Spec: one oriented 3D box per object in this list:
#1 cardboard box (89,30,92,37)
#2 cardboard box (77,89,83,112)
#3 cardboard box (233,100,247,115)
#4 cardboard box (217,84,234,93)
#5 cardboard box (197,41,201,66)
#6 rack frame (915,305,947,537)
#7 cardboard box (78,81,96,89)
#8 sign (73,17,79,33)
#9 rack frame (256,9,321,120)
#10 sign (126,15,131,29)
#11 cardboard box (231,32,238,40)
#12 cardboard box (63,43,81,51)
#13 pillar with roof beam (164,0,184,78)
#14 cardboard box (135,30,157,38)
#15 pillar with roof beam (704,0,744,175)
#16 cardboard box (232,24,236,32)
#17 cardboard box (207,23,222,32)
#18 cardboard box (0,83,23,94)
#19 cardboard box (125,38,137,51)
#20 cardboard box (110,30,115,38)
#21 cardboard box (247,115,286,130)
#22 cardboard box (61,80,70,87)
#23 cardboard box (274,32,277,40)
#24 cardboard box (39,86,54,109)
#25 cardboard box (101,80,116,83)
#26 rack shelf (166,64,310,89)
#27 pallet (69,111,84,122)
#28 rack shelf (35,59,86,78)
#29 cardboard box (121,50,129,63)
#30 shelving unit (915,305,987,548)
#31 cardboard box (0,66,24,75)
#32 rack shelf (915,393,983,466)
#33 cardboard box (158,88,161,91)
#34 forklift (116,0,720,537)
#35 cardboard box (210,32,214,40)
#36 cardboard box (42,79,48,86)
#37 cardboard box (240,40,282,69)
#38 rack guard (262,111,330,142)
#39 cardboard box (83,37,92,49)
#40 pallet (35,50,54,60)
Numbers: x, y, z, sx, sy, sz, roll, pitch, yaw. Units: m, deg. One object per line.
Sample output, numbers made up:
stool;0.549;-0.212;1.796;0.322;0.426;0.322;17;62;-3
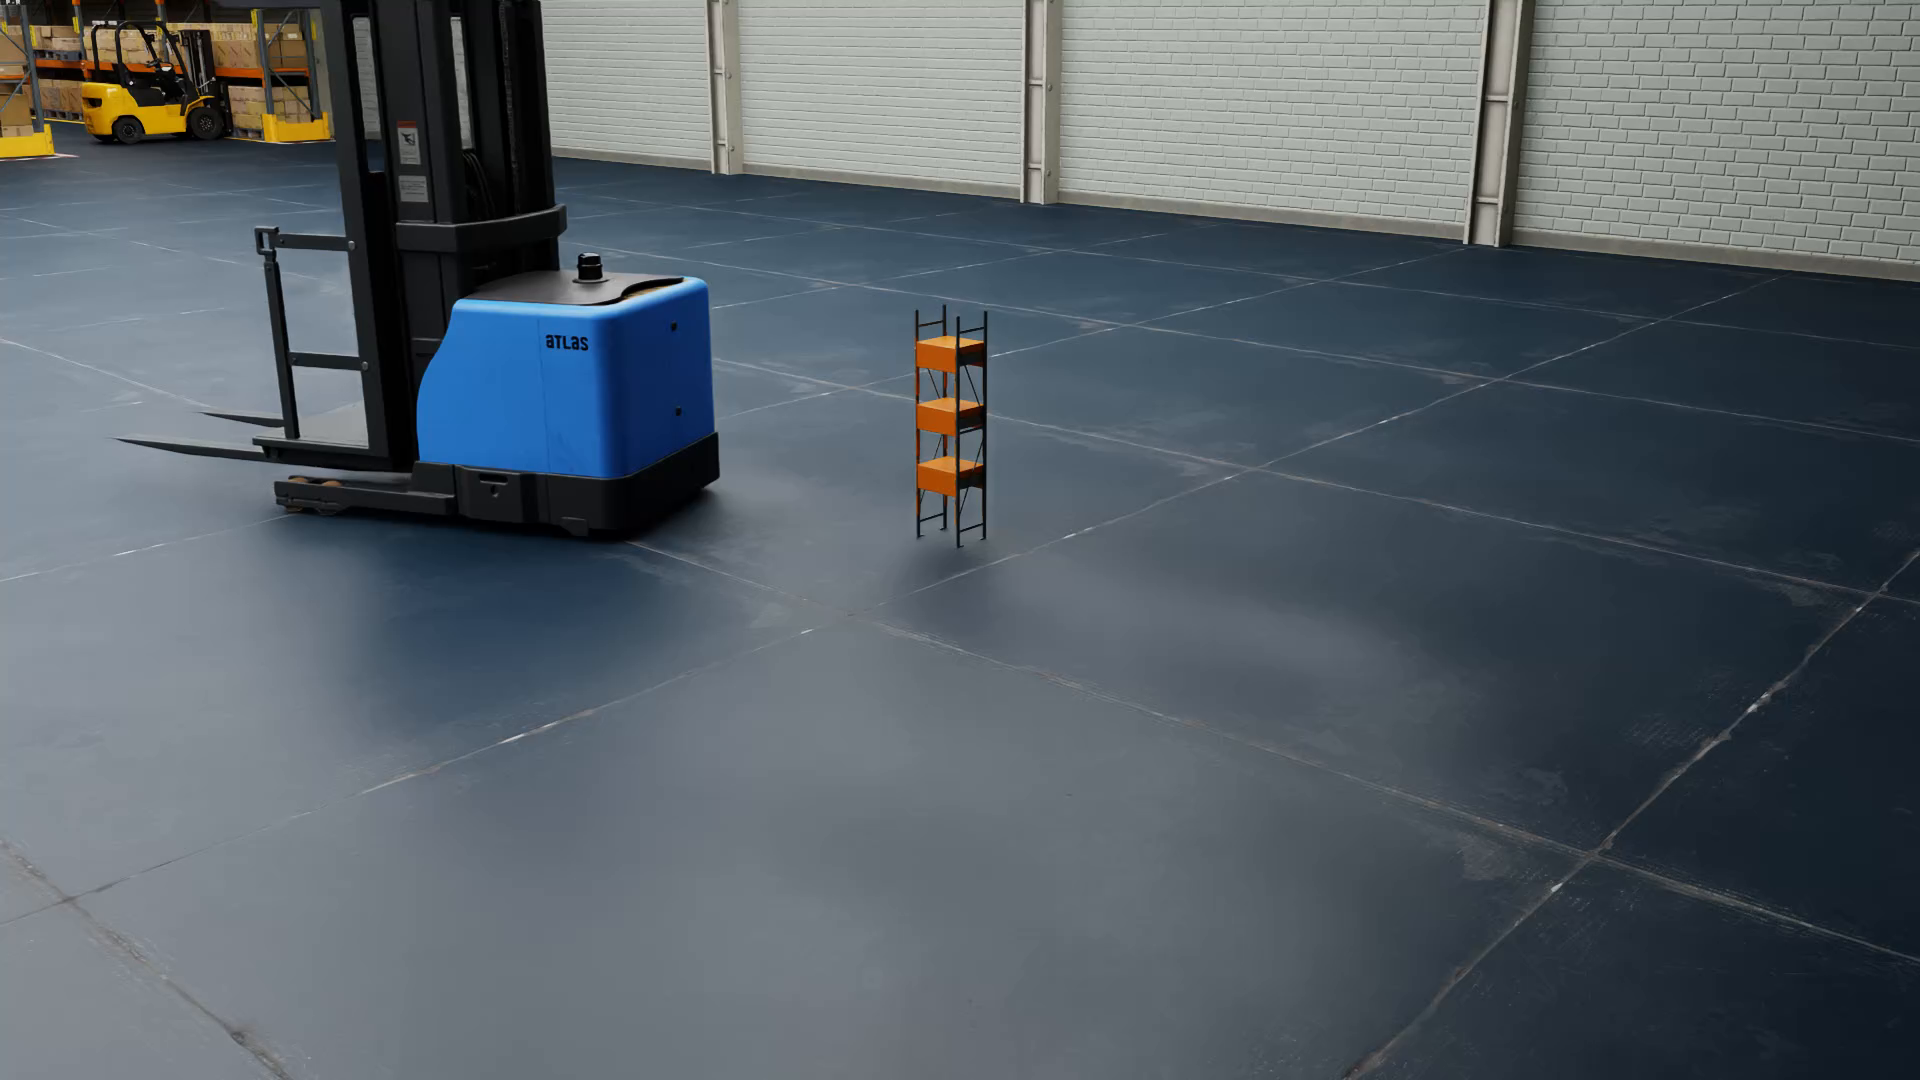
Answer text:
cardboard box;-18.270;-10.773;35.360;0.250;0.149;0.380;16;23;40
cardboard box;-18.973;-9.645;36.482;0.500;0.500;0.500;16;24;41
cardboard box;-13.470;-8.252;31.678;0.500;0.250;0.500;15;23;39
cardboard box;-14.226;-8.685;32.219;0.500;0.250;0.500;14;23;38
cardboard box;-14.583;-9.494;32.403;0.500;0.500;0.500;15;23;39
rack frame;-0.131;-0.536;7.564;0.008;1.050;0.200;15;23;39
cardboard box;-19.051;-9.960;36.401;0.250;0.149;0.380;14;22;37
sign;-18.867;-10.989;35.497;0.005;0.325;0.100;15;23;39
rack frame;-12.530;-8.994;30.992;0.127;3.000;1.000;15;23;39
sign;-18.148;-11.278;36.276;0.005;0.325;0.100;15;23;39
cardboard box;-13.518;-9.520;31.411;0.250;0.149;0.380;15;23;39
cardboard box;-19.260;-10.725;36.170;0.250;0.149;0.380;16;23;40
pillar with roof beam;-19.798;-12.428;31.894;0.400;9.000;9.100;15;23;39
cardboard box;-16.563;-10.304;33.881;0.250;0.149;0.380;14;22;38
pillar with roof beam;-6.335;-8.813;20.506;0.400;9.000;9.100;15;23;39
cardboard box;-13.494;-9.672;31.400;0.250;0.149;0.380;15;23;40
cardboard box;-14.266;-9.878;32.047;0.250;0.149;0.380;15;23;39
cardboard box;-22.713;-10.682;39.749;0.500;0.500;0.700;14;22;37
cardboard box;-16.827;-10.210;34.246;0.500;0.250;0.500;16;23;40
cardboard box;-17.499;-10.569;34.719;0.250;0.149;0.380;16;23;40
cardboard box;-13.091;-7.906;31.416;0.500;0.250;0.500;15;23;40
cardboard box;-19.798;-10.184;37.107;0.250;0.149;0.380;15;23;38
cardboard box;-12.839;-9.512;31.389;0.250;0.149;0.380;15;23;39
cardboard box;-20.518;-10.058;37.783;0.500;0.500;0.500;14;22;38
cardboard box;-18.878;-10.152;37.009;0.250;0.149;0.380;16;24;41
rack shelf;-14.026;-9.052;32.366;4.000;0.370;1.077;15;23;39
pallet;-19.047;-9.429;36.974;1.213;0.211;1.003;15;23;39
rack shelf;-20.010;-10.659;37.427;4.000;0.370;1.077;15;23;39
cardboard box;-17.195;-10.076;34.649;0.500;0.250;0.500;16;24;41
shelving unit;-0.040;-0.511;7.487;0.252;1.050;0.215;15;23;39
cardboard box;-15.939;-7.865;27.851;0.250;0.149;0.380;15;23;39
rack shelf;-0.040;-0.501;7.490;0.240;0.259;0.215;15;23;39
cardboard box;-15.920;-8.967;34.140;0.625;0.625;0.875;16;24;42
forklift;-2.784;-1.657;7.988;3.031;2.935;1.130;6;18;17
cardboard box;-14.315;-9.715;32.027;0.250;0.149;0.380;14;23;38
cardboard box;-20.580;-10.391;37.761;0.250;0.149;0.380;15;23;39
cardboard box;-13.073;-9.081;31.101;0.500;0.500;0.500;14;23;38
rack guard;-12.512;-7.797;31.355;0.348;0.500;1.175;15;23;39
cardboard box;-18.361;-10.617;35.527;0.500;0.250;0.500;15;23;39
pallet;-19.971;-10.898;37.309;1.213;0.211;1.003;15;23;39
